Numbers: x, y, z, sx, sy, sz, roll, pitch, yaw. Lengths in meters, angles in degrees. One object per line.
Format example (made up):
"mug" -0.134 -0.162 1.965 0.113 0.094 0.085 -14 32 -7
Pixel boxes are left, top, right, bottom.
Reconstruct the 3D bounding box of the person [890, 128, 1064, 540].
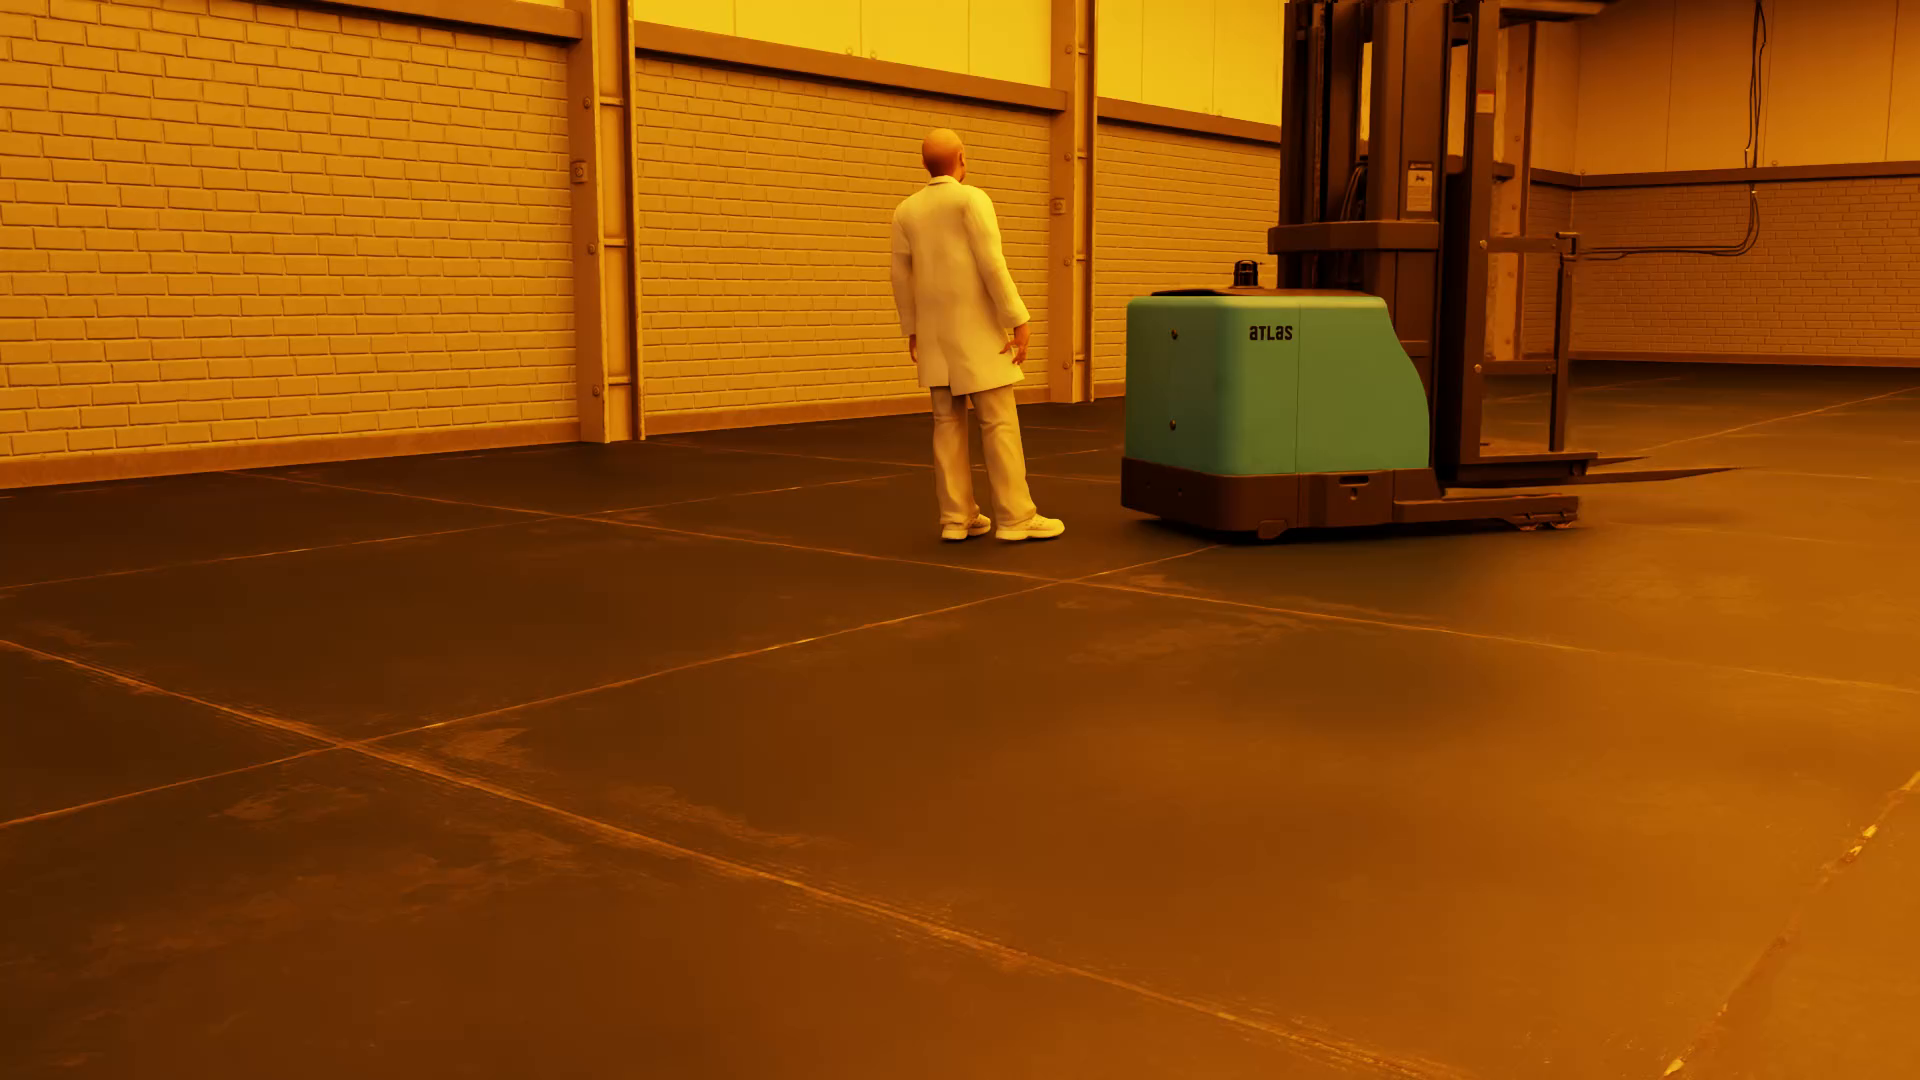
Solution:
"person" 0.060 -0.897 7.343 0.698 1.777 0.578 7 11 38

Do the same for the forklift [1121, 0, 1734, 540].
"forklift" 2.349 -1.559 7.933 3.031 2.935 1.130 -3 9 -20
